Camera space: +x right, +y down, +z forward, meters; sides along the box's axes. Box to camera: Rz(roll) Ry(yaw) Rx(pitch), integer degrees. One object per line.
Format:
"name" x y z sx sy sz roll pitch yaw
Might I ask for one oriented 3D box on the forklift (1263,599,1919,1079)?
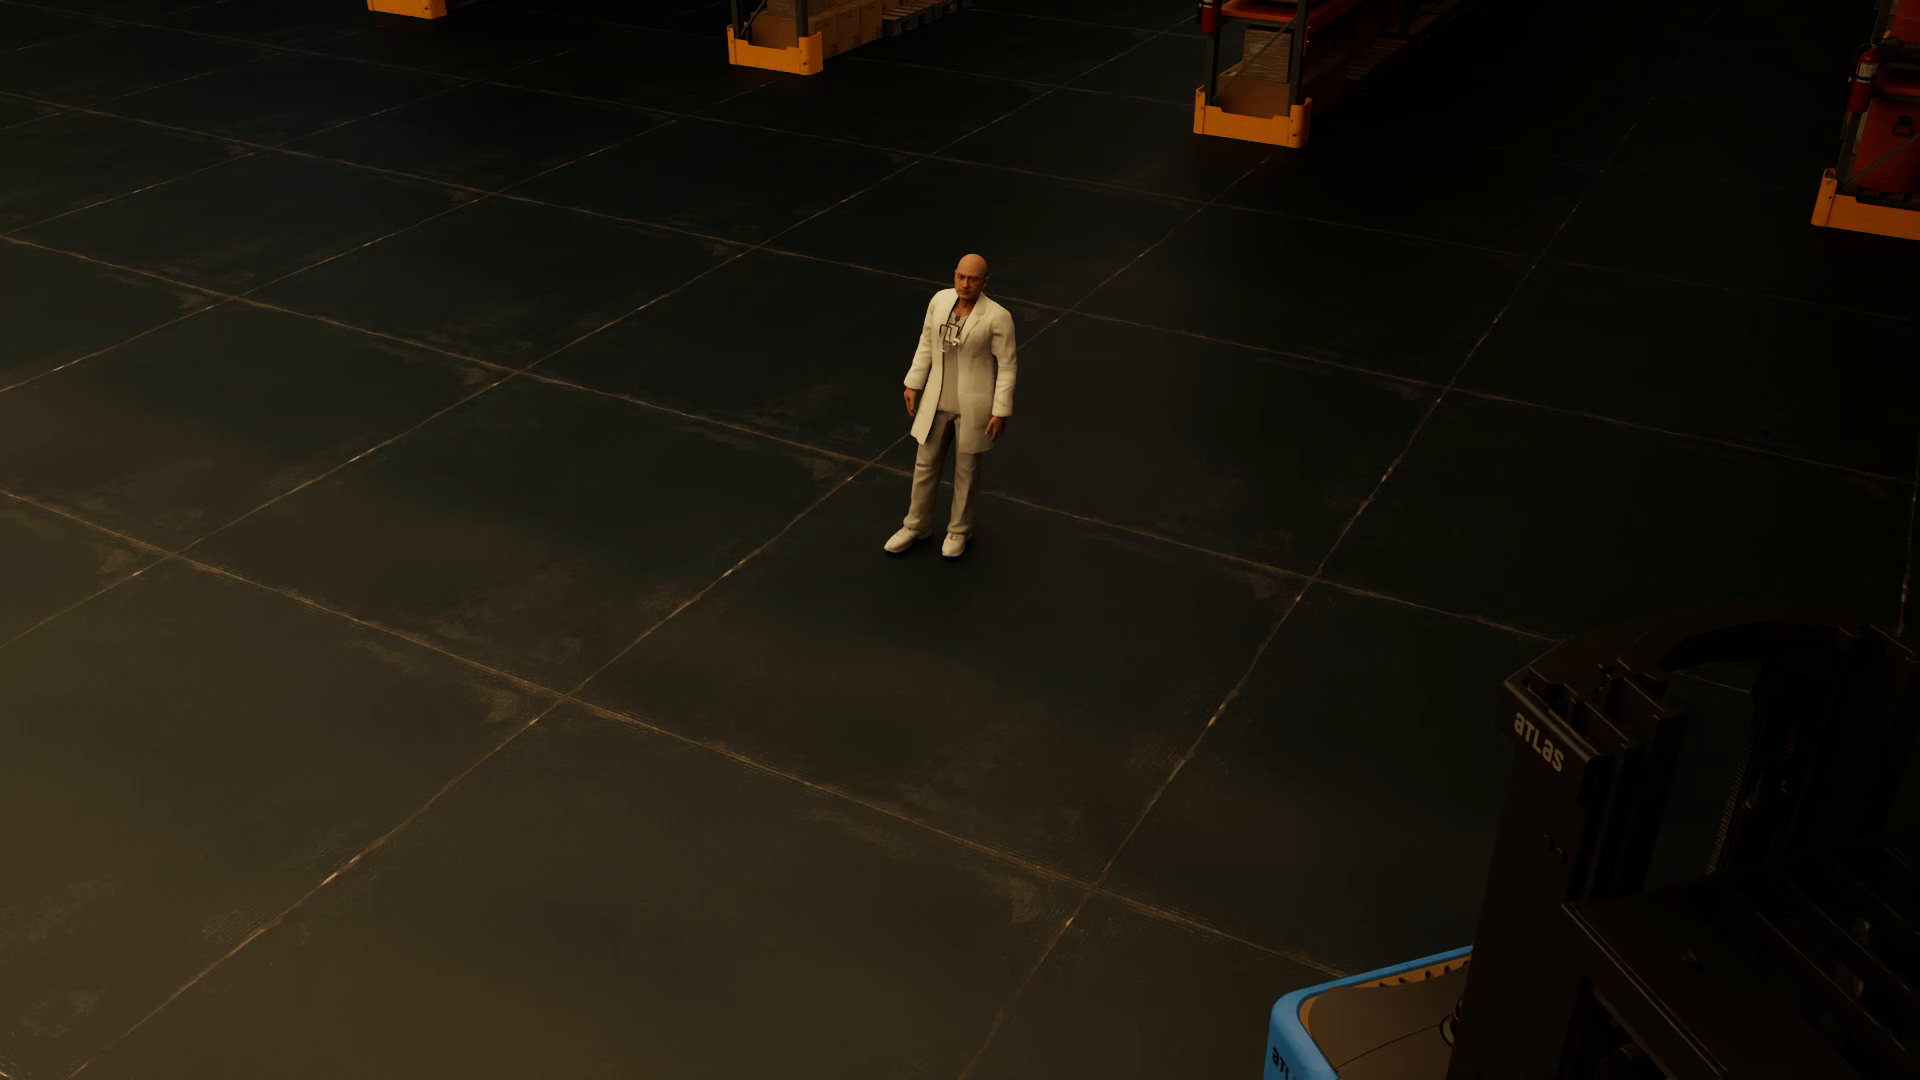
"forklift" 1.926 1.745 4.047 1.130 2.935 3.031 -9 31 -16

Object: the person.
"person" -0.048 -0.737 9.487 0.698 1.777 0.578 15 33 25
